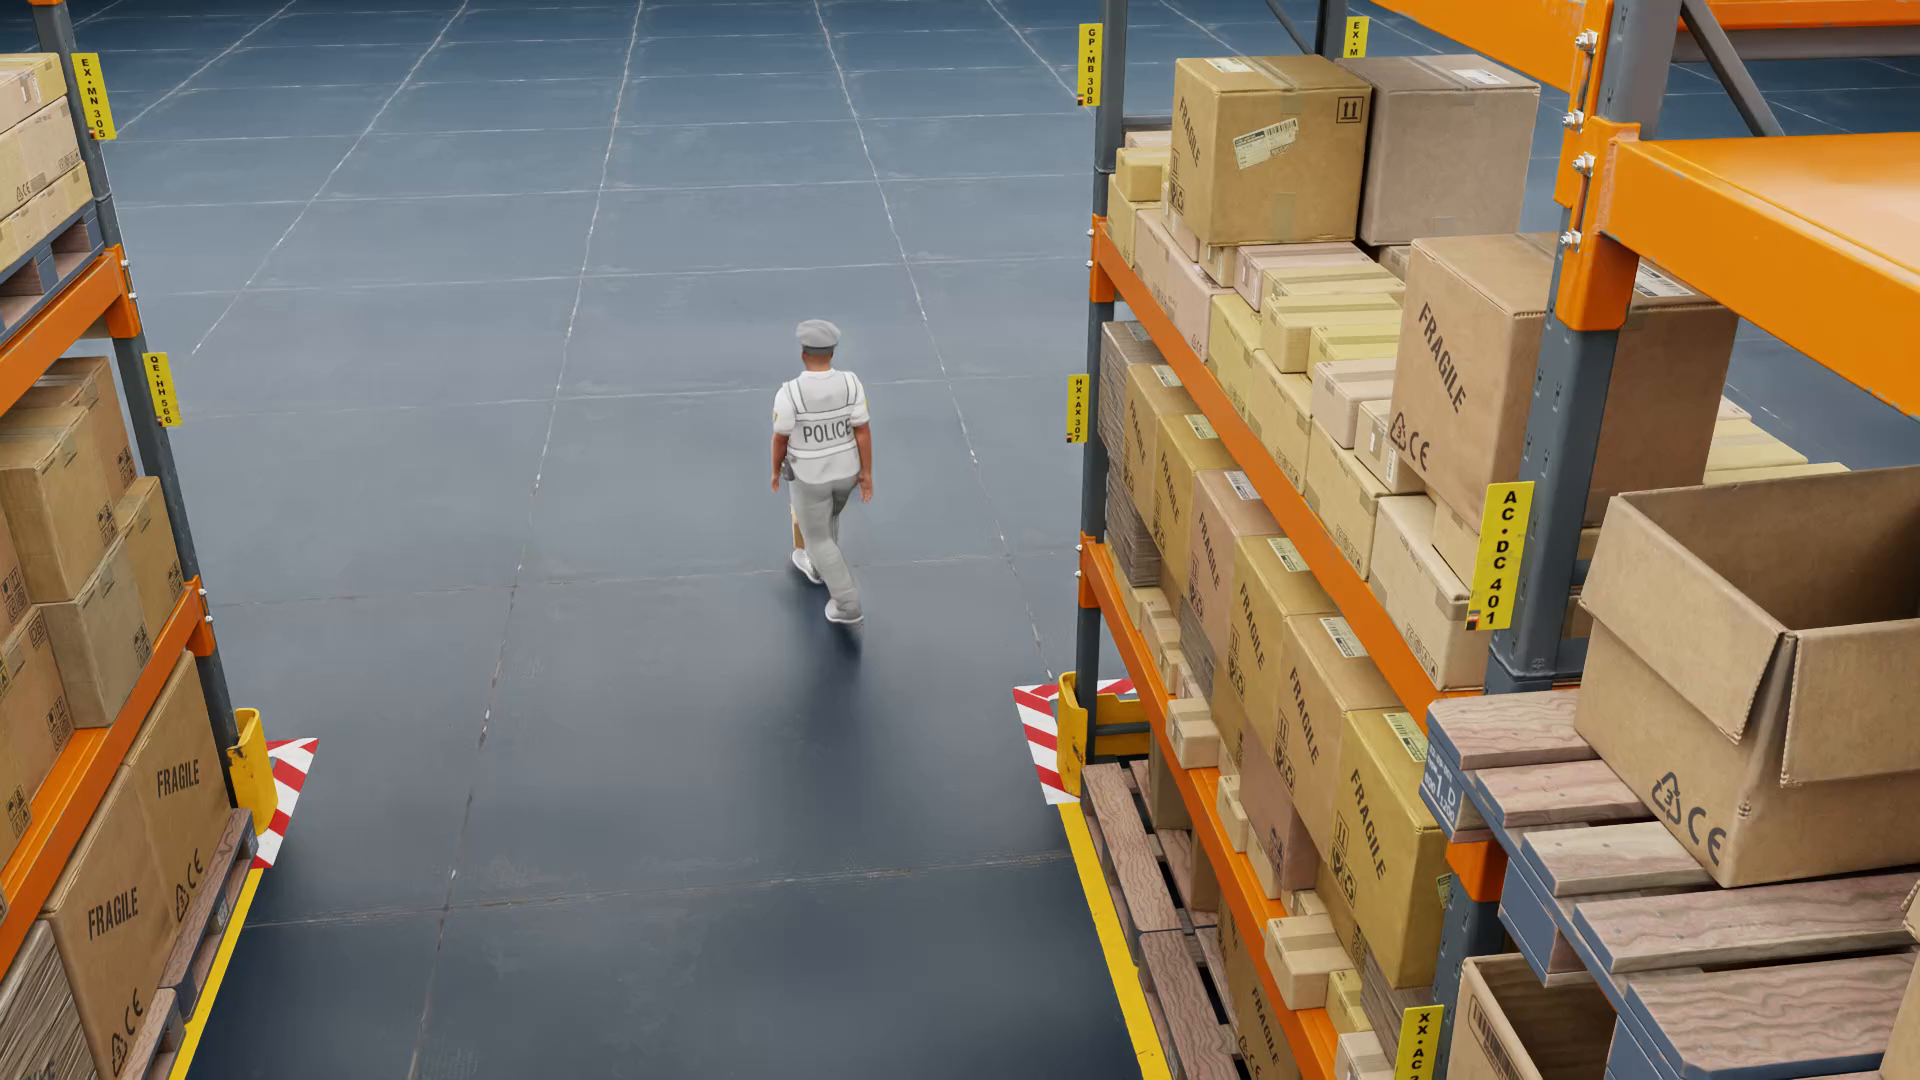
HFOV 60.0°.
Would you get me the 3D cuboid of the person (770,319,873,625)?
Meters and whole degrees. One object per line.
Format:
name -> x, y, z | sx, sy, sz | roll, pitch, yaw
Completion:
person -> -0.813, -0.412, 9.411 | 0.527, 1.727, 0.972 | -18, 32, -32
